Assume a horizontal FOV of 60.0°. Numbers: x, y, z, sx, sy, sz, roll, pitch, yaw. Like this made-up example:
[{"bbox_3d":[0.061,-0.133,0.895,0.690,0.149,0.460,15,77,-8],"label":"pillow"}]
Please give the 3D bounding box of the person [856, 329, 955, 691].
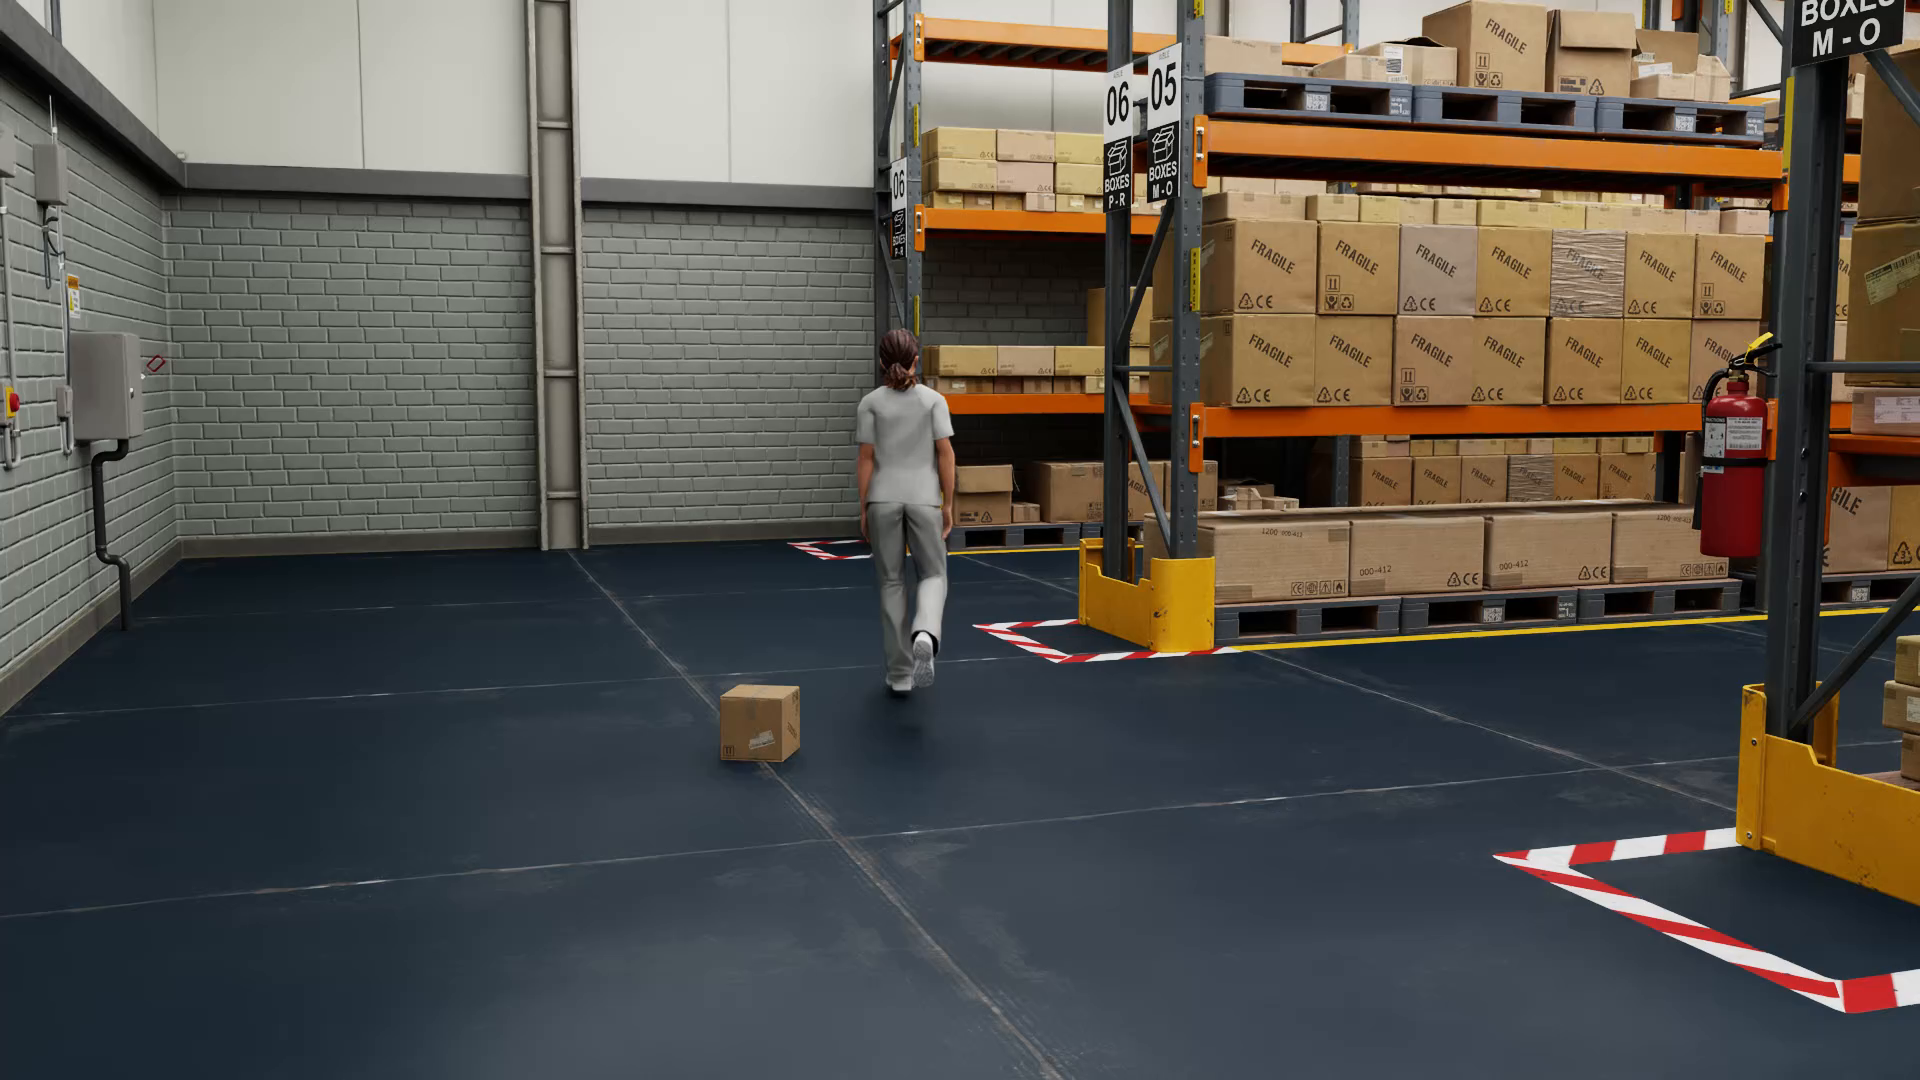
[{"bbox_3d":[-0.247,-0.128,7.564,0.452,1.660,0.566,0,6,-3],"label":"person"}]
